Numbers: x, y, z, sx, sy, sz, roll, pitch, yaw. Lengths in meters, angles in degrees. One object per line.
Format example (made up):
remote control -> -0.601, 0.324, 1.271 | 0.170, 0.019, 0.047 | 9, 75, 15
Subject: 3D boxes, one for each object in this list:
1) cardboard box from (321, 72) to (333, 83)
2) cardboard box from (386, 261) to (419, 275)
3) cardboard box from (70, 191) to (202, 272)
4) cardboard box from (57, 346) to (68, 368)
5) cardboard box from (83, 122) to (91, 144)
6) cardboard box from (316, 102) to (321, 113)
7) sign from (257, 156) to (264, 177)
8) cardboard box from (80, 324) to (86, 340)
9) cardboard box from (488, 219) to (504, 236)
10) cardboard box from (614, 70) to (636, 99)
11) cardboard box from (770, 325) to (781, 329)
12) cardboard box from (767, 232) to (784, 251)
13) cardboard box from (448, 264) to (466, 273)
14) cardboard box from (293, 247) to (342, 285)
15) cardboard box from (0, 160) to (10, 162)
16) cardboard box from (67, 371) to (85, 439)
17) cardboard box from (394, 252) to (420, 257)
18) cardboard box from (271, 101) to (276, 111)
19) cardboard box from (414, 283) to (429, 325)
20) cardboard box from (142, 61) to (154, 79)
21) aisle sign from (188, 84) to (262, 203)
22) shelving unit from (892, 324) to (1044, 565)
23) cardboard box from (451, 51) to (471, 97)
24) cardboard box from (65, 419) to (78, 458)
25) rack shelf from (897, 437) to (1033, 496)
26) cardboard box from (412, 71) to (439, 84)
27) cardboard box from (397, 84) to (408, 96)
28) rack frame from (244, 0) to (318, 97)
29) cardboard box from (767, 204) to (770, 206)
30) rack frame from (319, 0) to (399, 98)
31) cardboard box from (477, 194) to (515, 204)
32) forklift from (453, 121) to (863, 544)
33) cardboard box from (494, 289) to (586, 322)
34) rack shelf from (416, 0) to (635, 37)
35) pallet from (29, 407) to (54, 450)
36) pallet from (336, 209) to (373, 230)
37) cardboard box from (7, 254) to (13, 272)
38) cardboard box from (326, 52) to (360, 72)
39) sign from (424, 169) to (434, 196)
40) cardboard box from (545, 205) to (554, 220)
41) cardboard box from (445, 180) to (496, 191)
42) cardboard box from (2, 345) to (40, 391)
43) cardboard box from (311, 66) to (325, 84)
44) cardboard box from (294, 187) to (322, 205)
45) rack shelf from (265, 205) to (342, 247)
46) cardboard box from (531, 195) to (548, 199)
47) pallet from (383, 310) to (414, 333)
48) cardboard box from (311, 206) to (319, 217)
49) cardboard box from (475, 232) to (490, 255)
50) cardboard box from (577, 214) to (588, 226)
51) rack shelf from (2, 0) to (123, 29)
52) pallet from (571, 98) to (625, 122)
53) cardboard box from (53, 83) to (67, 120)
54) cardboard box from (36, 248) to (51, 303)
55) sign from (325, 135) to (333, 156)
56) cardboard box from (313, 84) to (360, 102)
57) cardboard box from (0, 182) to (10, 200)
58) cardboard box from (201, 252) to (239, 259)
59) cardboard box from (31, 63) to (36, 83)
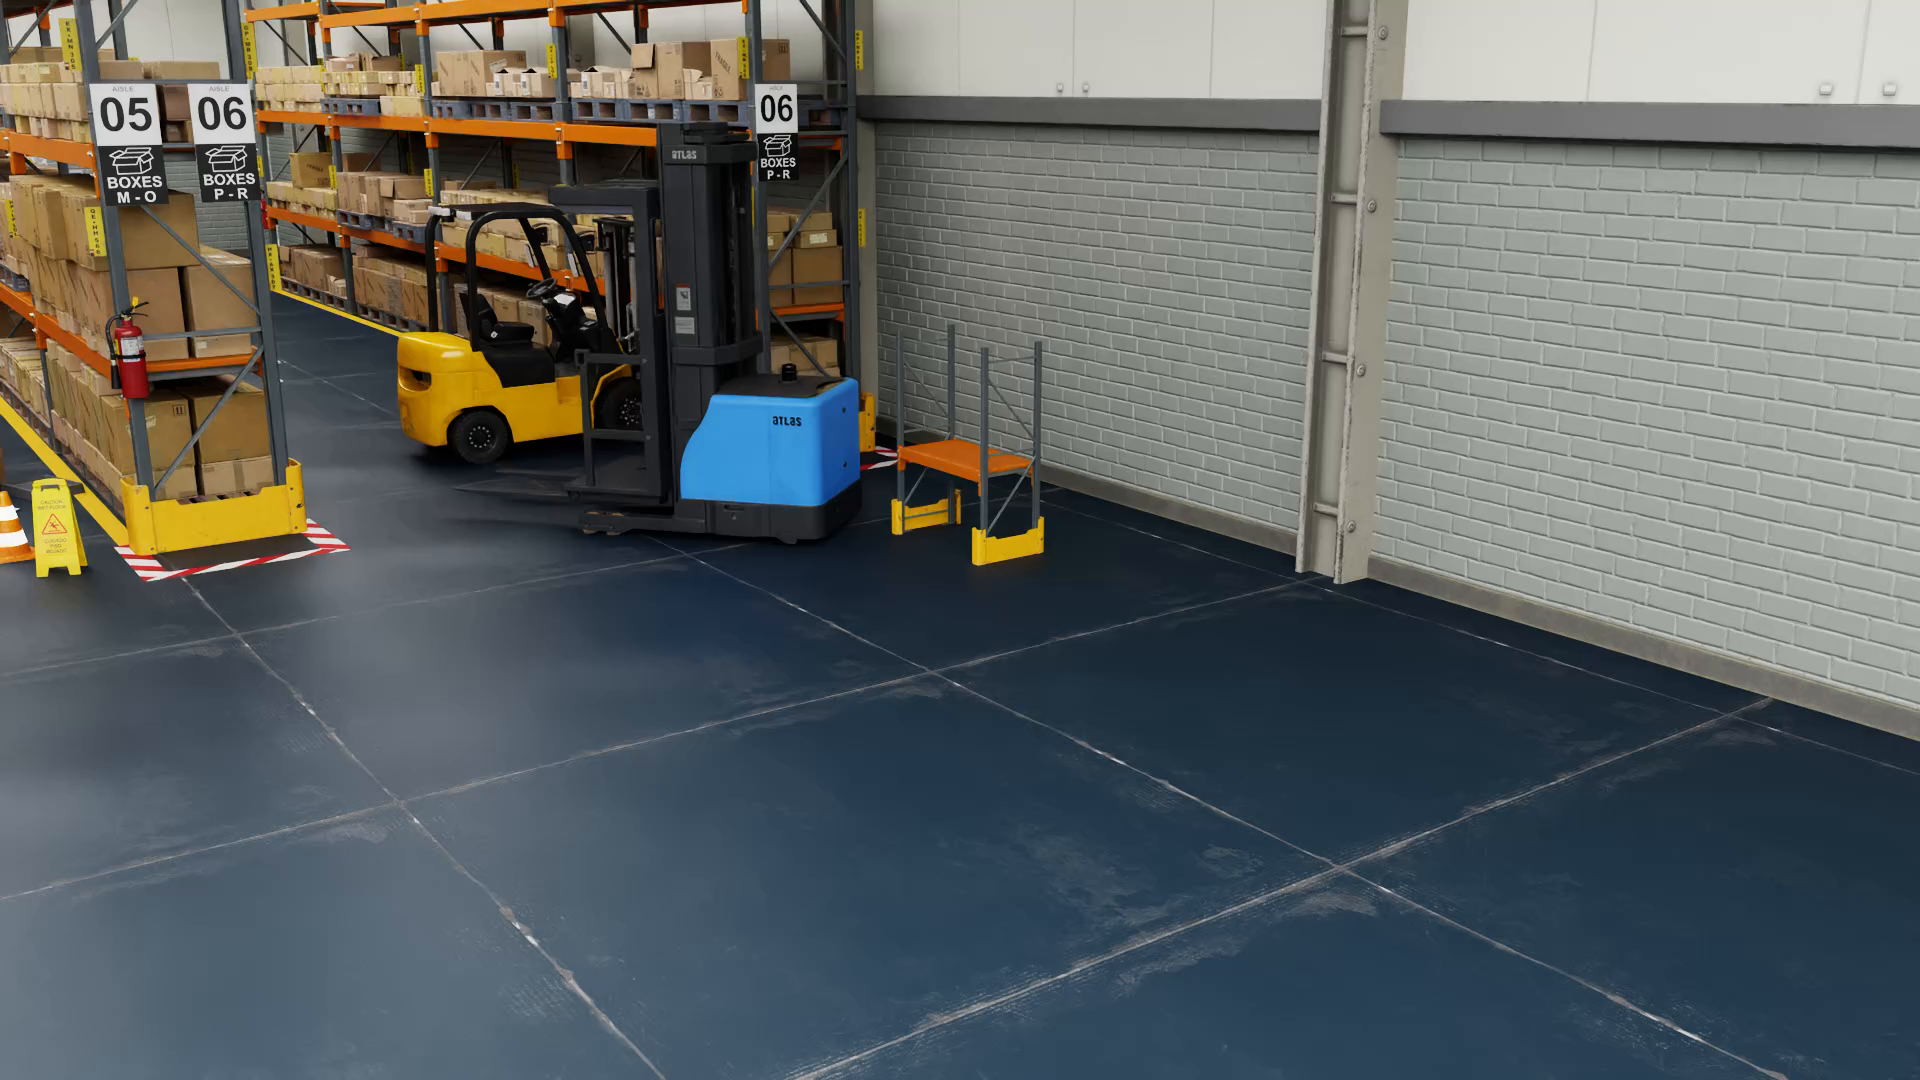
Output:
cardboard box -> -8.565, -6.362, 22.885 | 0.380, 0.149, 0.250 | -10, 18, -33
cardboard box -> -7.572, -3.697, 22.613 | 0.380, 0.149, 0.250 | -10, 18, -33
cardboard box -> -5.820, -2.190, 11.748 | 0.700, 0.500, 0.500 | -11, 19, -36
cardboard box -> -7.238, -1.532, 13.756 | 0.380, 0.149, 0.250 | -10, 18, -32
cardboard box -> -5.779, -2.799, 11.414 | 0.380, 0.149, 0.250 | -11, 19, -34
cardboard box -> -8.977, -6.184, 23.781 | 0.380, 0.149, 0.250 | -11, 19, -35
sign -> -11.176, -5.962, 26.536 | 0.100, 0.325, 0.005 | -11, 19, -35
cardboard box -> -6.544, -1.628, 12.819 | 0.380, 0.149, 0.250 | -11, 19, -35
cardboard box -> -5.063, -3.629, 18.992 | 0.500, 0.250, 0.500 | -11, 19, -34
cardboard box -> -3.055, -4.335, 15.819 | 0.396, 0.266, 0.258 | -11, 19, -36
cardboard box -> -2.042, -1.917, 15.917 | 0.500, 0.250, 0.500 | -11, 19, -35
cardboard box -> -1.760, -2.603, 14.488 | 0.380, 0.149, 0.250 | -11, 19, -34
cardboard box -> -6.711, -3.612, 22.301 | 0.380, 0.149, 0.250 | -11, 19, -36
cardboard box -> -9.983, -4.291, 26.013 | 0.700, 0.500, 0.500 | -10, 18, -32
cardboard box -> -11.623, -4.368, 20.269 | 0.500, 0.500, 0.500 | -10, 18, -33
cardboard box -> -6.938, -1.141, 13.557 | 0.500, 0.500, 0.500 | -10, 18, -32
cardboard box -> -7.936, -4.050, 23.903 | 0.380, 0.149, 0.250 | -12, 19, -37
cardboard box -> -10.363, -6.671, 25.563 | 0.380, 0.149, 0.250 | -10, 18, -33
cardboard box -> -6.742, -3.082, 21.596 | 0.500, 0.500, 0.500 | -11, 19, -35
cardboard box -> -5.548, -3.310, 11.770 | 0.380, 0.149, 0.250 | -11, 19, -35
aisle sign -> -5.056, -2.729, 11.442 | 0.394, 0.787, 0.004 | -11, 19, -35
shelving unit -> 0.045, -0.707, 11.819 | 0.587, 1.500, 1.083 | -11, 19, -35
cardboard box -> -5.427, -5.381, 19.199 | 0.700, 0.500, 0.500 | -11, 19, -36
cardboard box -> -7.243, -0.891, 14.062 | 0.500, 0.250, 0.500 | -10, 18, -31
rack shelf -> 0.050, -0.532, 11.859 | 0.538, 0.185, 1.000 | -11, 19, -35
cardboard box -> -6.475, -5.658, 20.349 | 0.380, 0.149, 0.250 | -10, 18, -33
cardboard box -> -6.889, -5.690, 21.030 | 0.380, 0.149, 0.250 | -11, 19, -35
rack frame -> -10.738, -8.522, 26.166 | 1.000, 3.000, 0.127 | -11, 19, -35
cardboard box -> -2.031, -3.115, 15.795 | 0.380, 0.149, 0.250 | -11, 19, -36
rack frame -> -8.386, -7.668, 23.046 | 1.000, 3.000, 0.127 | -11, 19, -35
cardboard box -> -5.419, -3.957, 19.433 | 0.380, 0.149, 0.250 | -11, 19, -34
forklift -> -2.319, -1.574, 12.276 | 3.031, 2.935, 1.130 | 4, 16, 14
cardboard box -> -4.892, -2.560, 19.450 | 0.875, 0.625, 0.625 | -12, 19, -37
rack shelf -> -4.858, -5.847, 18.512 | 1.077, 0.370, 4.000 | -11, 19, -35
pallet -> -8.154, -1.116, 15.753 | 1.003, 0.211, 1.213 | -11, 19, -35
pallet -> -8.004, -4.494, 23.178 | 1.003, 0.211, 1.213 | -11, 19, -35
cardboard box -> -8.695, -2.606, 15.594 | 0.380, 0.149, 0.250 | -11, 19, -34
cardboard box -> -8.491, -6.575, 22.879 | 0.396, 0.266, 0.258 | -11, 19, -35
sign -> -6.467, -4.354, 20.259 | 0.100, 0.325, 0.005 | -11, 19, -35
cardboard box -> -4.229, -3.518, 17.829 | 0.380, 0.149, 0.250 | -11, 19, -35
cardboard box -> -6.210, -4.305, 21.138 | 0.500, 0.500, 0.500 | -10, 18, -32
cardboard box -> -9.282, -1.805, 17.173 | 0.950, 0.372, 0.625 | -11, 19, -36
cardboard box -> -8.877, -6.604, 23.613 | 0.500, 0.250, 0.500 | -11, 19, -34
cardboard box -> -9.773, -5.240, 25.258 | 0.500, 0.250, 0.500 | -11, 19, -36
rack shelf -> -9.562, -4.854, 25.493 | 1.077, 0.370, 4.000 | -11, 19, -35
cardboard box -> -4.761, -3.918, 19.292 | 0.380, 0.149, 0.250 | -10, 18, -33
pallet -> -7.155, -3.001, 22.640 | 1.003, 0.211, 1.213 | -11, 19, -35
cardboard box -> -9.426, -4.896, 24.760 | 0.380, 0.149, 0.250 | -11, 19, -35
cardboard box -> -5.370, -3.498, 19.459 | 0.500, 0.250, 0.500 | -12, 19, -36
cardboard box -> -3.707, -3.318, 17.099 | 0.380, 0.149, 0.250 | -11, 19, -35
rack shelf -> -8.871, -5.076, 15.694 | 1.077, 0.370, 4.000 | -11, 19, -35
pallet -> -3.159, -4.292, 16.561 | 1.003, 0.211, 1.213 | -11, 19, -35
cardboard box -> -6.146, -3.136, 11.889 | 0.500, 0.250, 0.500 | -11, 19, -35
cardboard box -> -7.348, -2.246, 13.846 | 0.500, 0.500, 0.500 | -11, 19, -35
sign -> -10.277, -6.421, 27.063 | 0.100, 0.325, 0.005 | -11, 19, -35
cardboard box -> -8.872, -6.356, 23.657 | 0.500, 0.250, 0.500 | -11, 19, -34
cardboard box -> -8.745, -3.265, 15.548 | 0.380, 0.149, 0.250 | -12, 19, -37
cardboard box -> -5.704, -1.887, 12.534 | 0.500, 0.500, 0.500 | -10, 18, -33
cardboard box -> -6.963, -3.617, 12.894 | 0.380, 0.149, 0.250 | -11, 19, -35
